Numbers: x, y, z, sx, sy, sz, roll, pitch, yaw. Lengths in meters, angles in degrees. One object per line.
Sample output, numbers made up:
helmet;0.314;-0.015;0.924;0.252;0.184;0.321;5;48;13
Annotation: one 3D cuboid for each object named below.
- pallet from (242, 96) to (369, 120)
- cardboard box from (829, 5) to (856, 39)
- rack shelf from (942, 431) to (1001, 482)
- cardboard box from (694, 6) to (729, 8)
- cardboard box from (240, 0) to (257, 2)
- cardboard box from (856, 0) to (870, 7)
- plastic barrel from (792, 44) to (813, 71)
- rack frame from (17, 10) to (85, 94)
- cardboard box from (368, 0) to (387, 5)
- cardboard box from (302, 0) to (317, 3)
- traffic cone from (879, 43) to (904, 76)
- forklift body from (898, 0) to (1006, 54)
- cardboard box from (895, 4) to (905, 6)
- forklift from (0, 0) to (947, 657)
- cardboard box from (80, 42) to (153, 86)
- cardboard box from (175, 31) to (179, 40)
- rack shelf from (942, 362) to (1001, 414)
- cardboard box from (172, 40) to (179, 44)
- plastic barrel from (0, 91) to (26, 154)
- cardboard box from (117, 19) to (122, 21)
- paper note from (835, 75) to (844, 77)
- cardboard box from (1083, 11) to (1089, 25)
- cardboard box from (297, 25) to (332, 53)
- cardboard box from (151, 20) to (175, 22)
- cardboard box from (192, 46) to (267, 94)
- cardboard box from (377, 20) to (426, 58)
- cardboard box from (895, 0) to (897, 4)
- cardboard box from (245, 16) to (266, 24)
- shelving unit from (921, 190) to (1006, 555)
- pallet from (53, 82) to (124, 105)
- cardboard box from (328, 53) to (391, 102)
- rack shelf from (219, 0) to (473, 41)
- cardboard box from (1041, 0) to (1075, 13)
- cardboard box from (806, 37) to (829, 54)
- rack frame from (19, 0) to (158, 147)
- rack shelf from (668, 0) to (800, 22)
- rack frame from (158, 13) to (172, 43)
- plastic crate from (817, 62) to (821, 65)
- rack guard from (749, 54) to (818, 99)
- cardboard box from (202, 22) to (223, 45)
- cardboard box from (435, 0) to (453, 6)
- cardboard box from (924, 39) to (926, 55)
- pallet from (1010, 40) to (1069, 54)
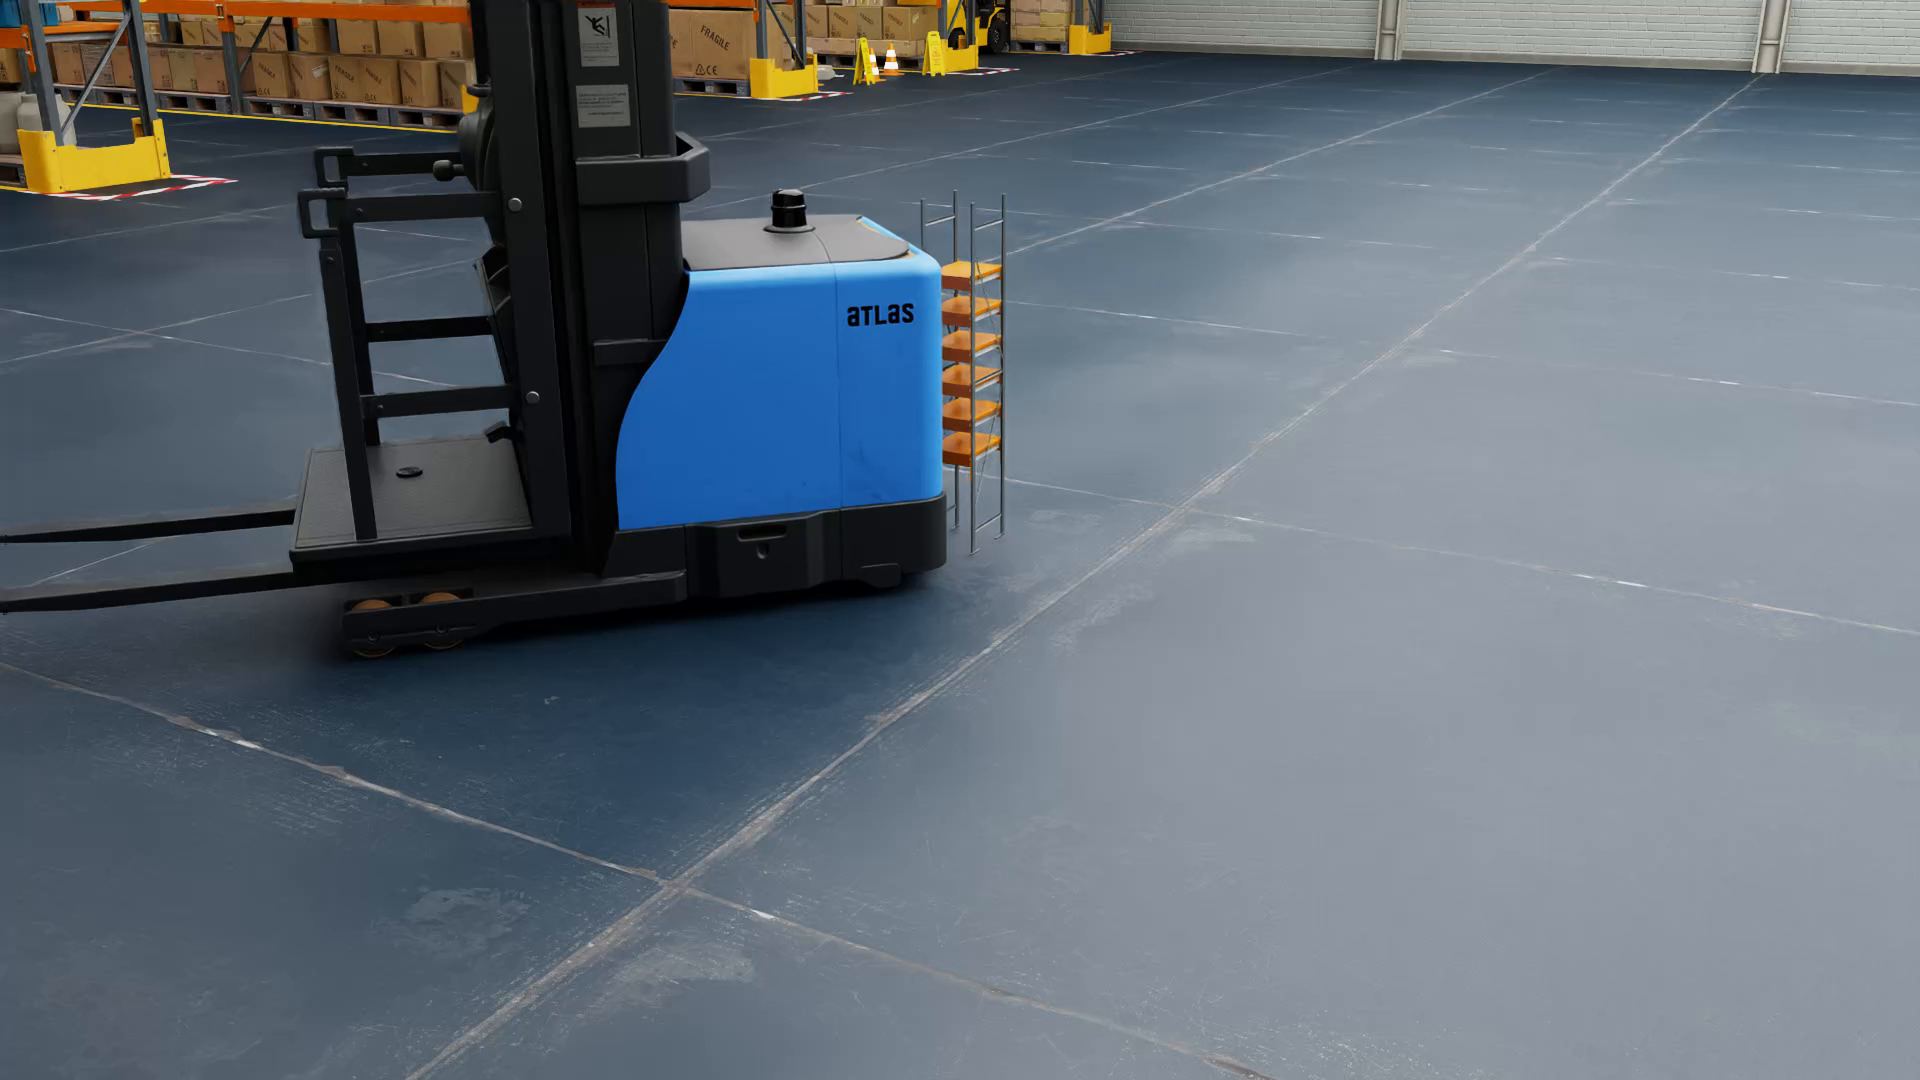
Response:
pallet;-7.772;-5.204;19.903;1.213;0.211;1.003;11;23;27
cardboard box;-1.772;-8.386;26.902;0.500;0.500;0.500;10;22;26
rack shelf;0.017;-0.296;5.752;0.180;0.103;0.258;10;23;27
cardboard box;-5.092;-10.739;34.121;0.500;0.500;0.500;12;23;29
cardboard box;-8.123;-6.328;19.279;0.250;0.149;0.380;11;23;27
cardboard box;-1.449;-8.603;26.549;0.250;0.149;0.380;11;23;28
plastic barrel;-2.593;-7.583;26.150;0.512;0.421;0.421;-7;21;-20
rack frame;-11.868;-7.282;21.540;0.127;3.000;1.000;11;23;27
cardboard box;-6.333;-6.022;18.436;0.250;0.149;0.380;11;23;27
cardboard box;-7.232;-6.173;18.851;0.250;0.149;0.380;11;23;27
traffic cone;-1.055;-7.396;25.577;0.334;0.463;0.336;11;23;27
forklift body;-0.179;-9.753;29.598;1.214;2.155;2.313;11;23;27
cardboard box;-1.100;-8.465;27.118;0.500;0.500;0.500;10;22;25
forklift;-1.618;-1.233;4.966;3.031;2.935;1.130;-6;21;-17
cardboard box;-10.783;-6.120;21.357;0.500;0.500;0.700;9;22;23
cardboard box;-13.278;-8.575;28.233;0.250;0.149;0.380;11;23;28
rack shelf;0.016;-0.521;5.670;0.180;0.103;0.258;10;23;27
cardboard box;-13.246;-8.464;28.366;0.250;0.149;0.380;12;23;29
plastic barrel;-8.349;-3.675;14.629;0.421;0.512;0.421;0;20;0
cardboard box;-14.405;-8.930;28.777;0.250;0.149;0.380;11;23;28
paper note;-1.847;-7.070;25.312;0.142;0.019;0.148;3;20;9
cardboard box;2.057;-9.660;30.779;0.500;0.250;0.500;11;23;28
cardboard box;-10.063;-7.795;26.006;0.500;0.500;0.500;11;23;27
cardboard box;-13.509;-8.753;28.290;0.250;0.149;0.380;10;22;27
cardboard box;-8.902;-5.757;20.357;0.500;0.500;0.700;9;22;23
cardboard box;-8.108;-7.609;25.126;0.750;0.750;1.050;11;23;28
cardboard box;-1.587;-10.210;32.478;0.625;0.625;0.875;12;23;30
cardboard box;-10.968;-8.322;26.358;0.500;0.250;0.500;11;23;29
shelving unit;0.015;-0.563;5.654;0.189;1.200;0.258;10;23;27
pallet;-11.187;-5.840;21.656;1.213;0.211;1.003;11;23;27
cardboard box;-6.962;-5.388;19.368;0.500;0.500;0.500;9;22;23
rack shelf;-6.630;-5.946;18.912;4.000;0.370;1.077;11;23;27
cardboard box;1.812;-9.738;30.263;0.500;0.250;0.500;12;23;29
cardboard box;-2.224;-8.120;27.268;0.500;0.250;0.500;10;22;27
rack frame;-7.299;-4.477;13.808;0.127;3.000;1.000;11;23;27
rack shelf;-4.123;-7.405;22.937;4.000;0.370;1.077;11;23;27
rack frame;-12.853;-9.407;27.398;0.127;3.000;1.000;11;23;27
plastic crate;-2.572;-7.689;26.945;0.583;0.080;0.402;3;20;9
rack guard;-2.356;-6.232;22.312;0.348;0.500;1.175;11;23;27
cardboard box;-11.875;-8.140;26.955;0.500;0.500;0.500;12;23;30
cardboard box;-5.451;-5.861;17.992;0.250;0.149;0.380;11;23;27
cardboard box;-0.620;-8.023;27.000;0.500;0.250;0.500;11;22;27
pallet;1.678;-9.184;30.873;1.213;0.211;1.003;11;23;27
